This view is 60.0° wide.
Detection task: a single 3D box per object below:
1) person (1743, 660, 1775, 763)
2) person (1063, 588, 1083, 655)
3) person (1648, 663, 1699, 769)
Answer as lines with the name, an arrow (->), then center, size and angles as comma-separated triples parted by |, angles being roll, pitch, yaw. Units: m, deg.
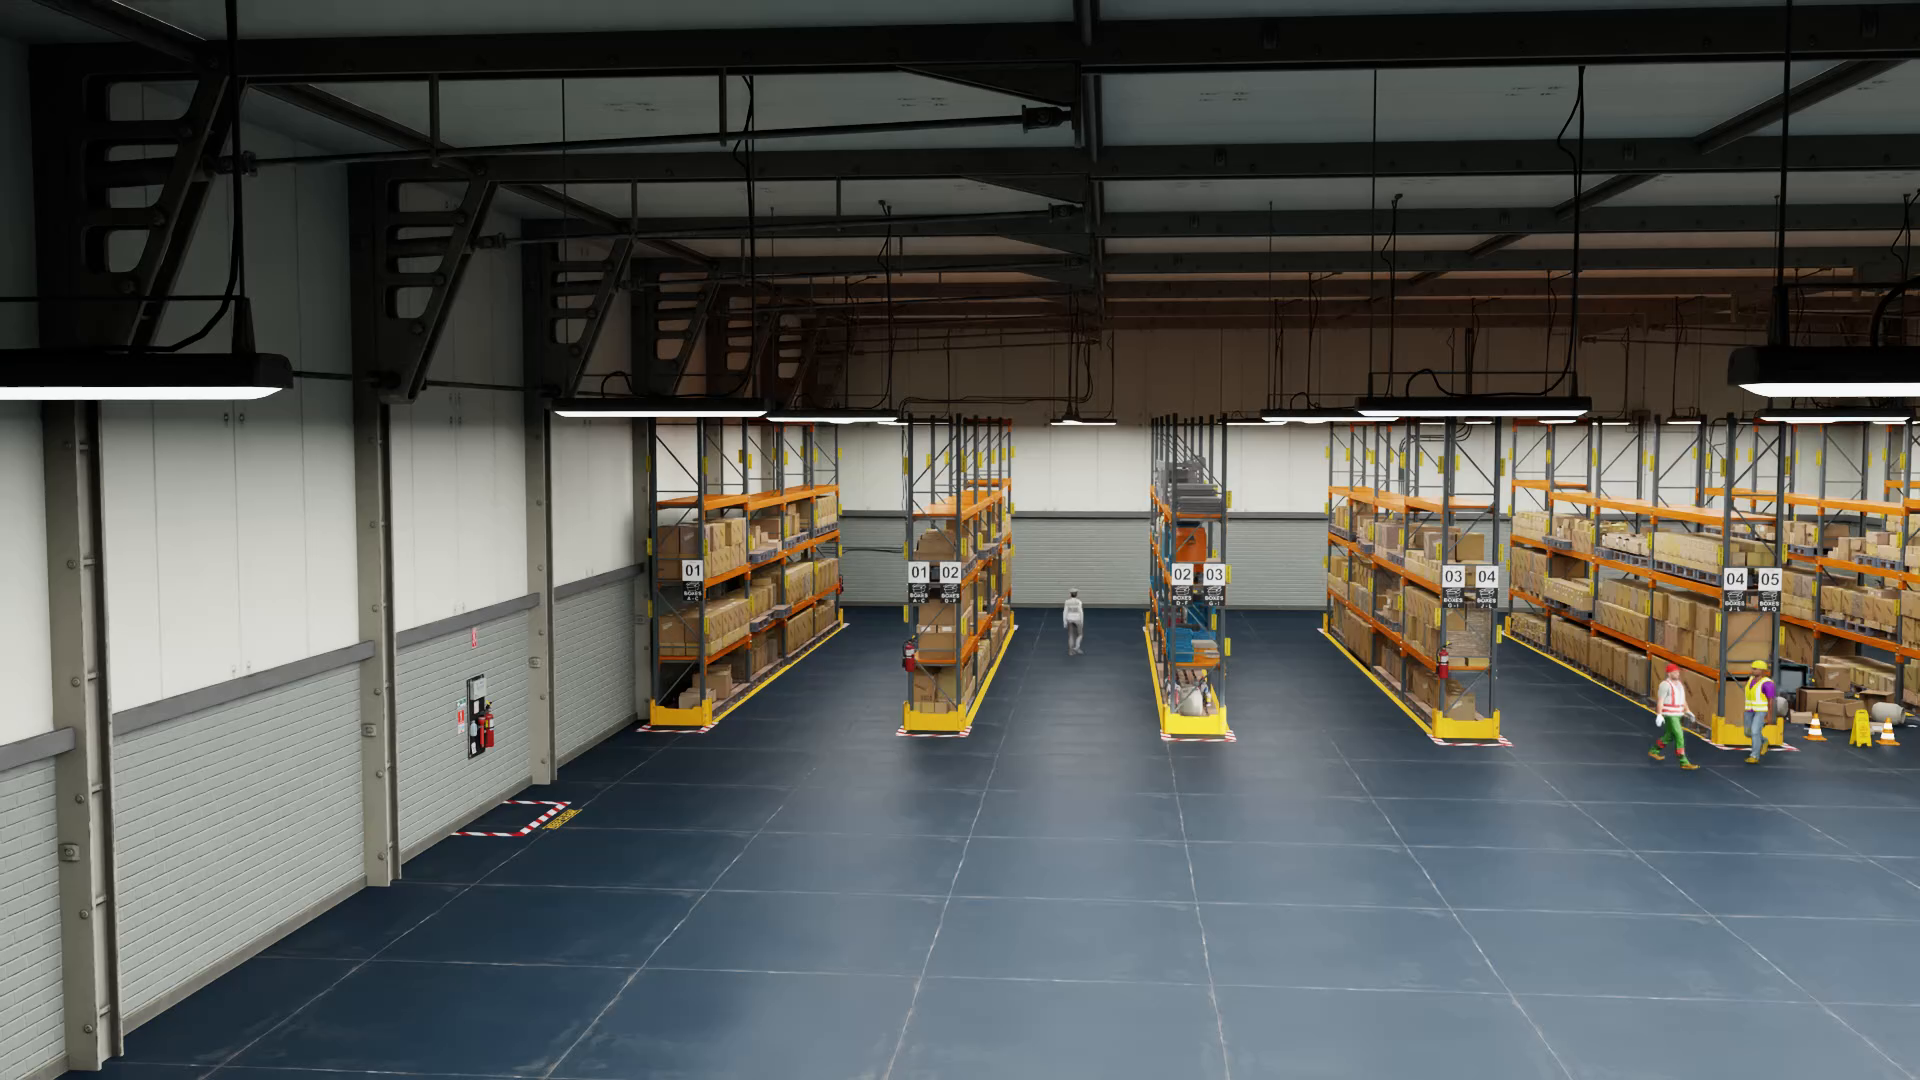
person -> 13.691, 2.924, 28.451 | 0.795, 1.748, 0.580 | -2, 4, -28
person -> 2.851, 2.071, 41.839 | 0.538, 1.679, 0.504 | 1, 4, 17
person -> 12.058, 2.955, 28.070 | 0.563, 1.756, 1.002 | -3, 5, -33
